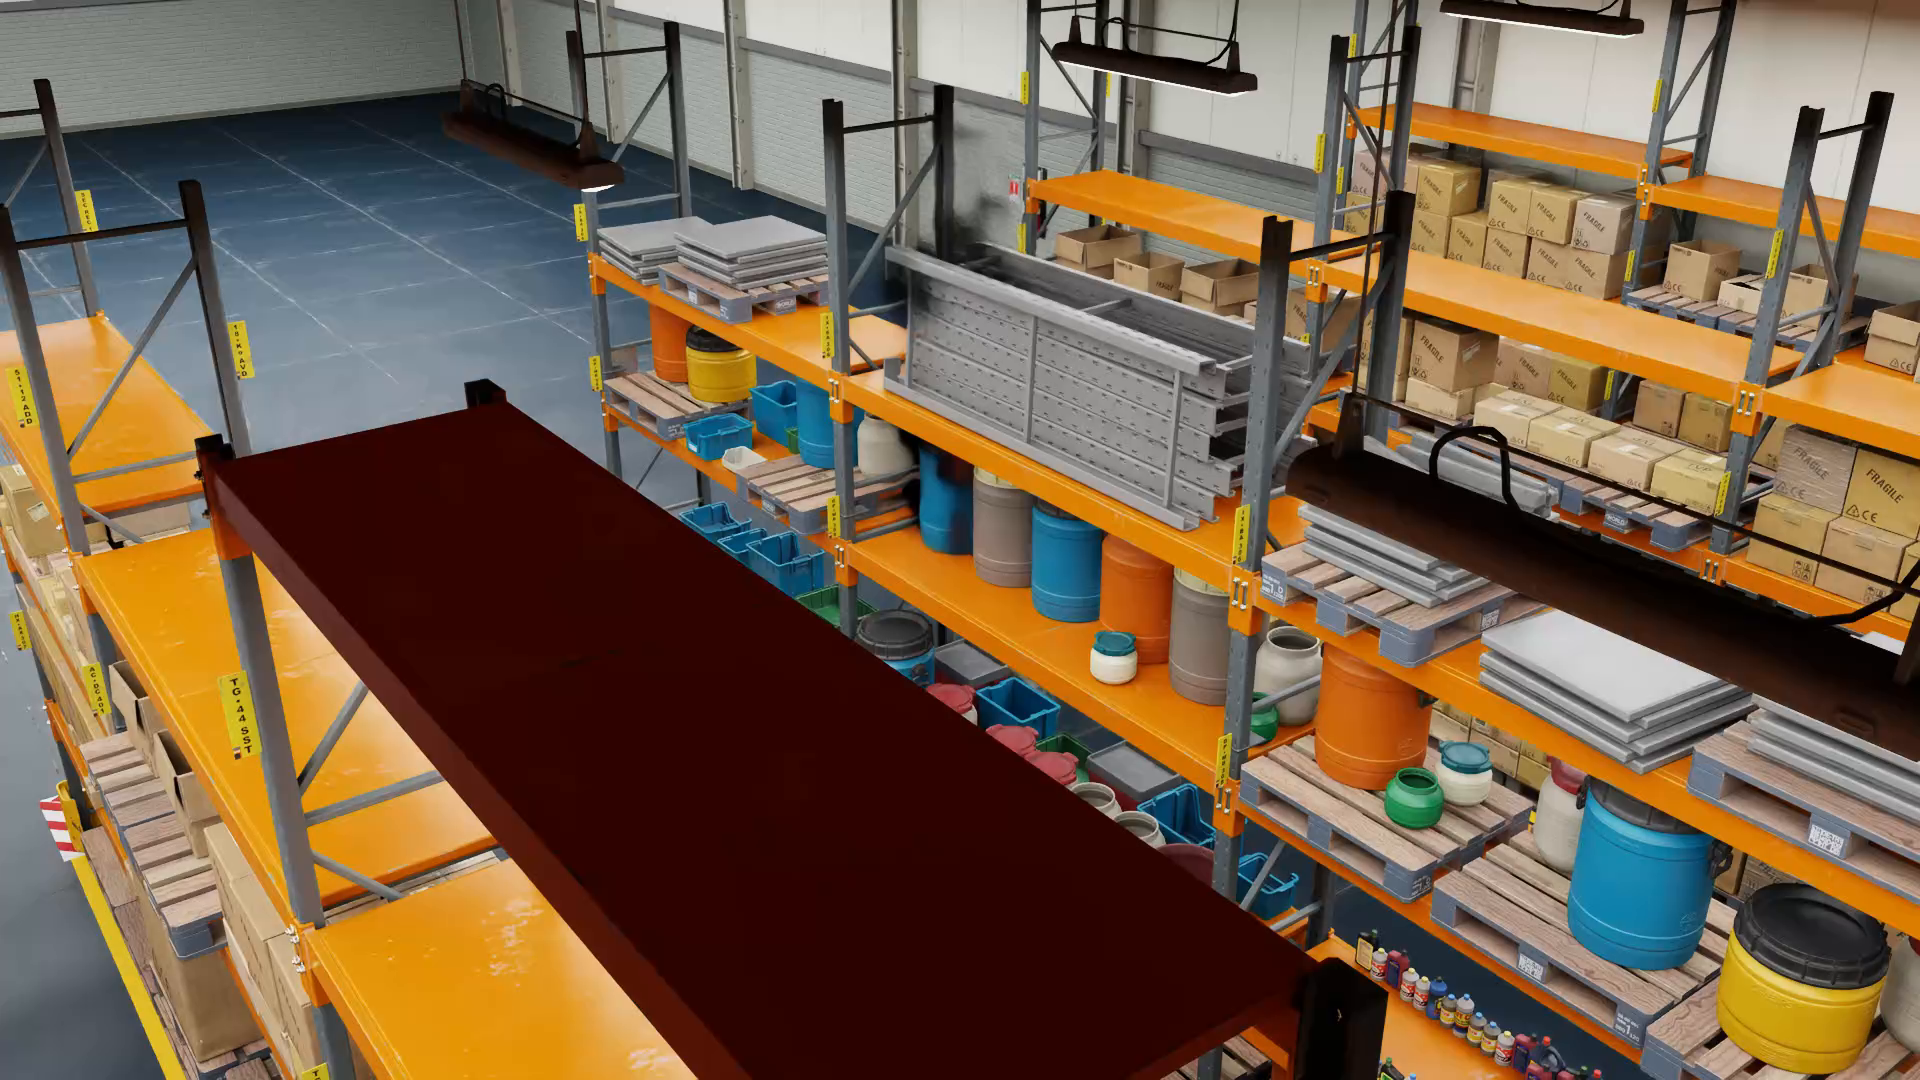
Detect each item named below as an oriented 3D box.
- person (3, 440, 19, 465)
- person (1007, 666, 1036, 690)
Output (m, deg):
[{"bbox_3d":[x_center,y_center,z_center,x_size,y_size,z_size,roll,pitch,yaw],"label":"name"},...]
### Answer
[{"bbox_3d":[-10.466,-0.813,18.749,0.680,1.670,0.611,-8,26,-17],"label":"person"},{"bbox_3d":[0.512,0.731,14.718,0.626,1.677,0.746,-22,33,-40],"label":"person"}]
